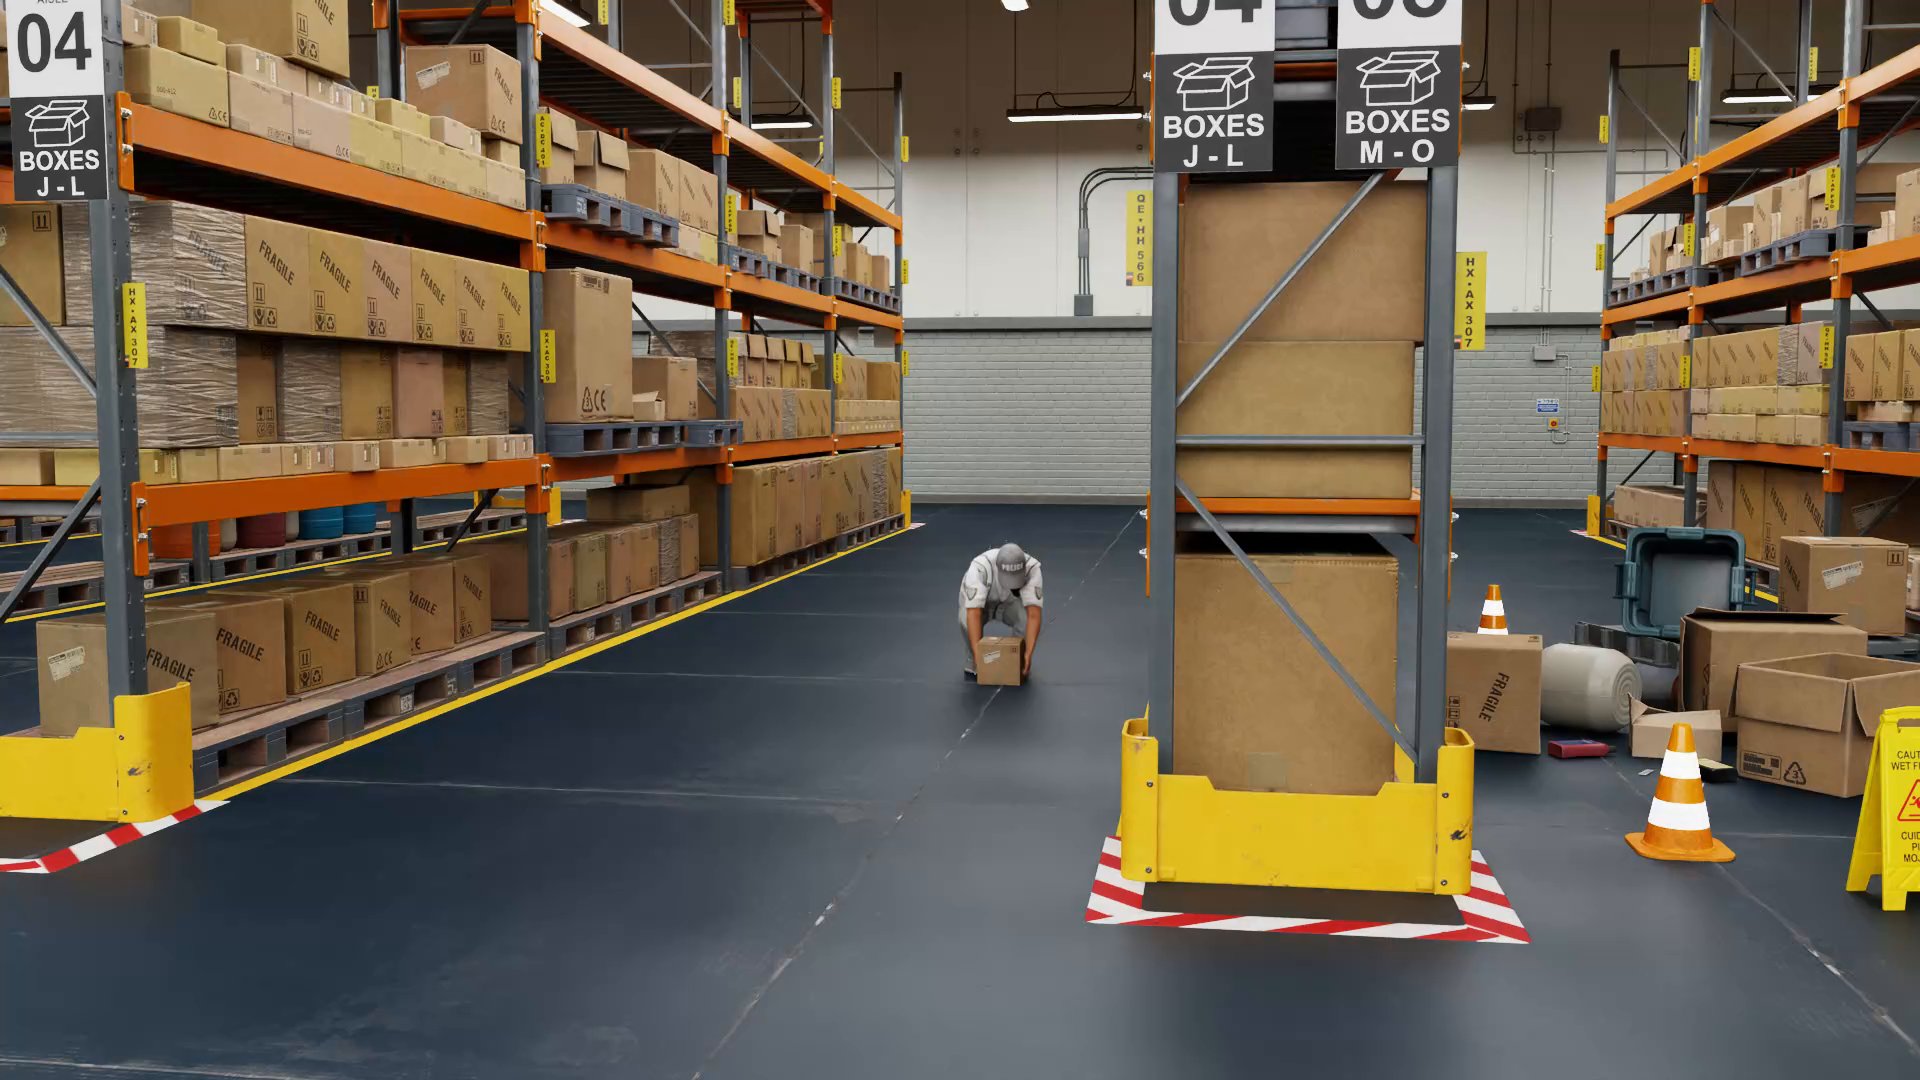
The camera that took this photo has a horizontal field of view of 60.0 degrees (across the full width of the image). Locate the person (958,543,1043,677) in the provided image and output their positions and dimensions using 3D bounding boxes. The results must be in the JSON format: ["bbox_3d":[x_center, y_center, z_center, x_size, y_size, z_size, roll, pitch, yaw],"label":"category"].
[{"bbox_3d":[0.237,0.406,10.121,0.512,0.829,0.865,0,5,-2],"label":"person"}]
